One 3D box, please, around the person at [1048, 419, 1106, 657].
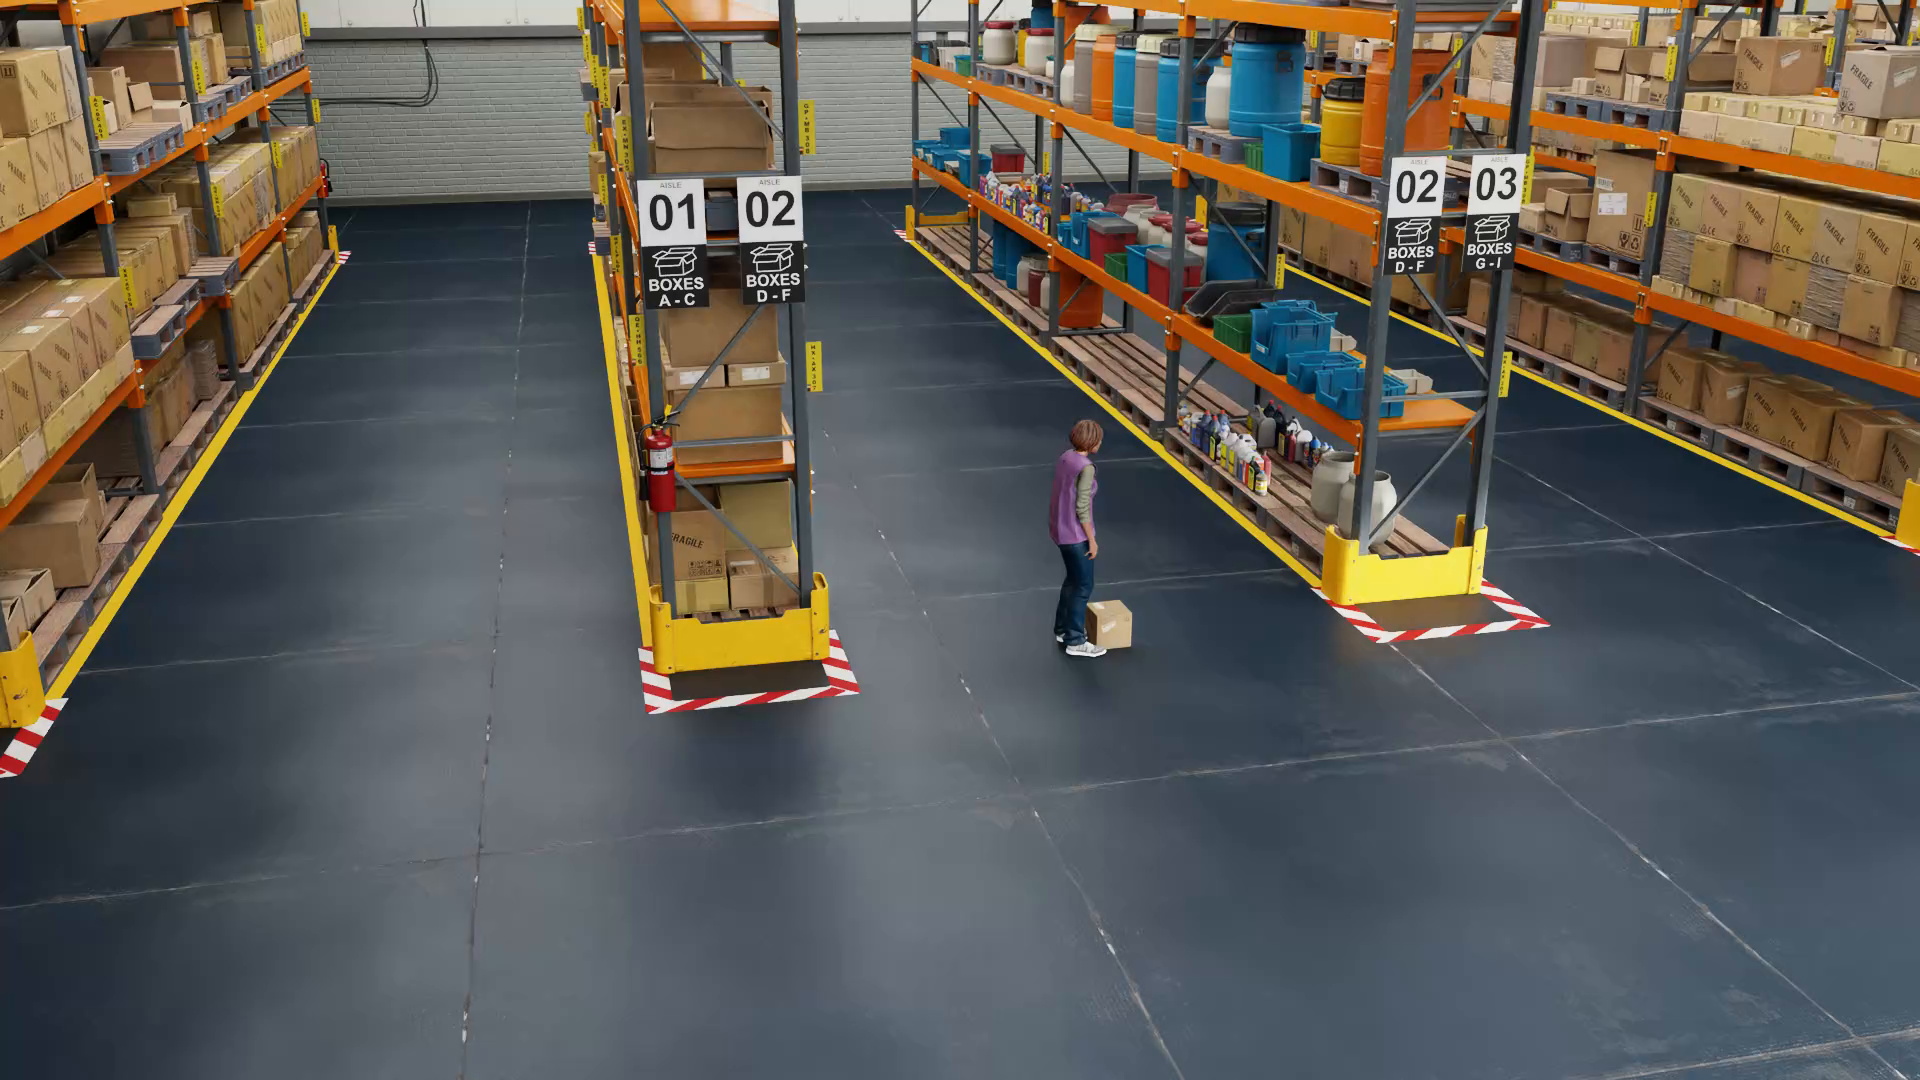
[{"bbox_3d":[0.783,-0.026,11.160,0.343,1.593,0.485,-6,21,-15],"label":"person"}]
